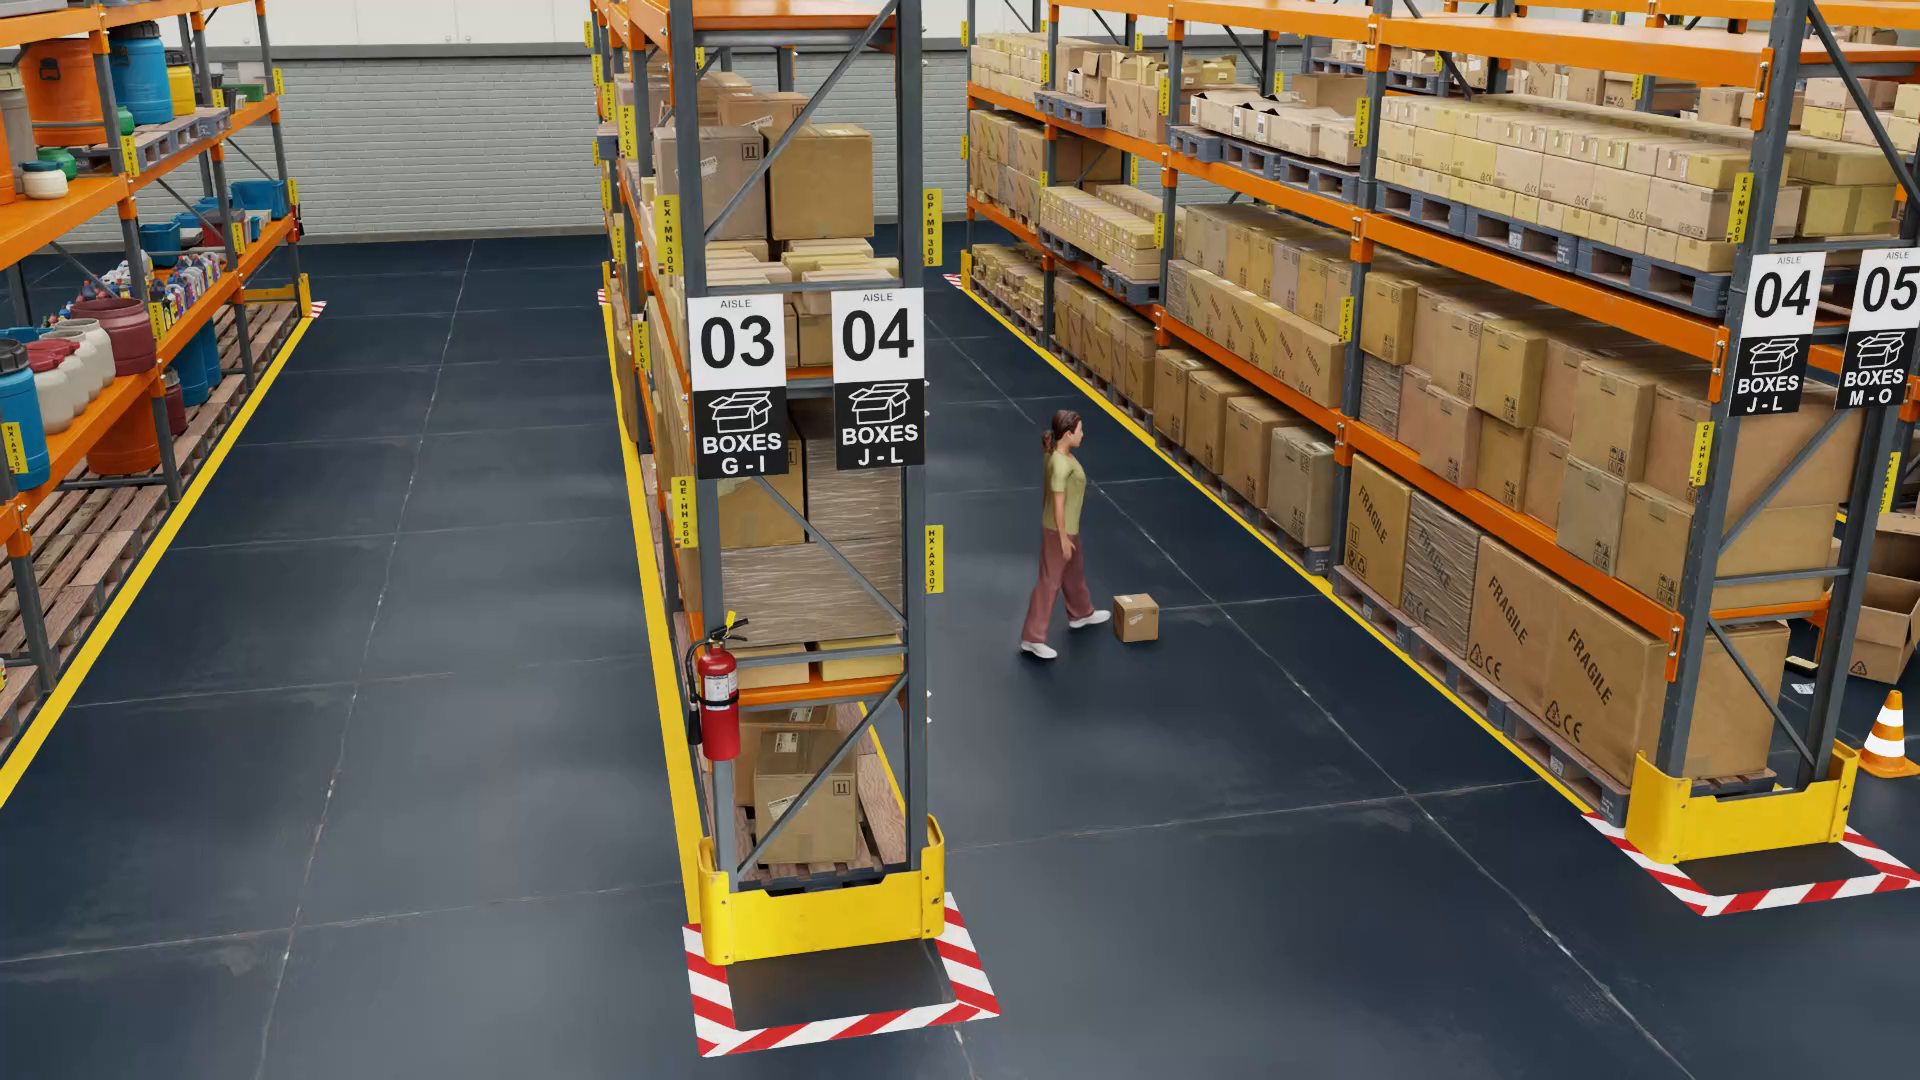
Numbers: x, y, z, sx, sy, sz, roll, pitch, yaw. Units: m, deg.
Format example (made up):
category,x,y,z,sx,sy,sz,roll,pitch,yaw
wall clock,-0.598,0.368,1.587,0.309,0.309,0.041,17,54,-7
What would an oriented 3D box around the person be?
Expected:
category,x,y,z,sx,sy,sz,roll,pitch,yaw
person,0.743,-0.080,11.279,0.669,1.654,0.683,0,20,-1
